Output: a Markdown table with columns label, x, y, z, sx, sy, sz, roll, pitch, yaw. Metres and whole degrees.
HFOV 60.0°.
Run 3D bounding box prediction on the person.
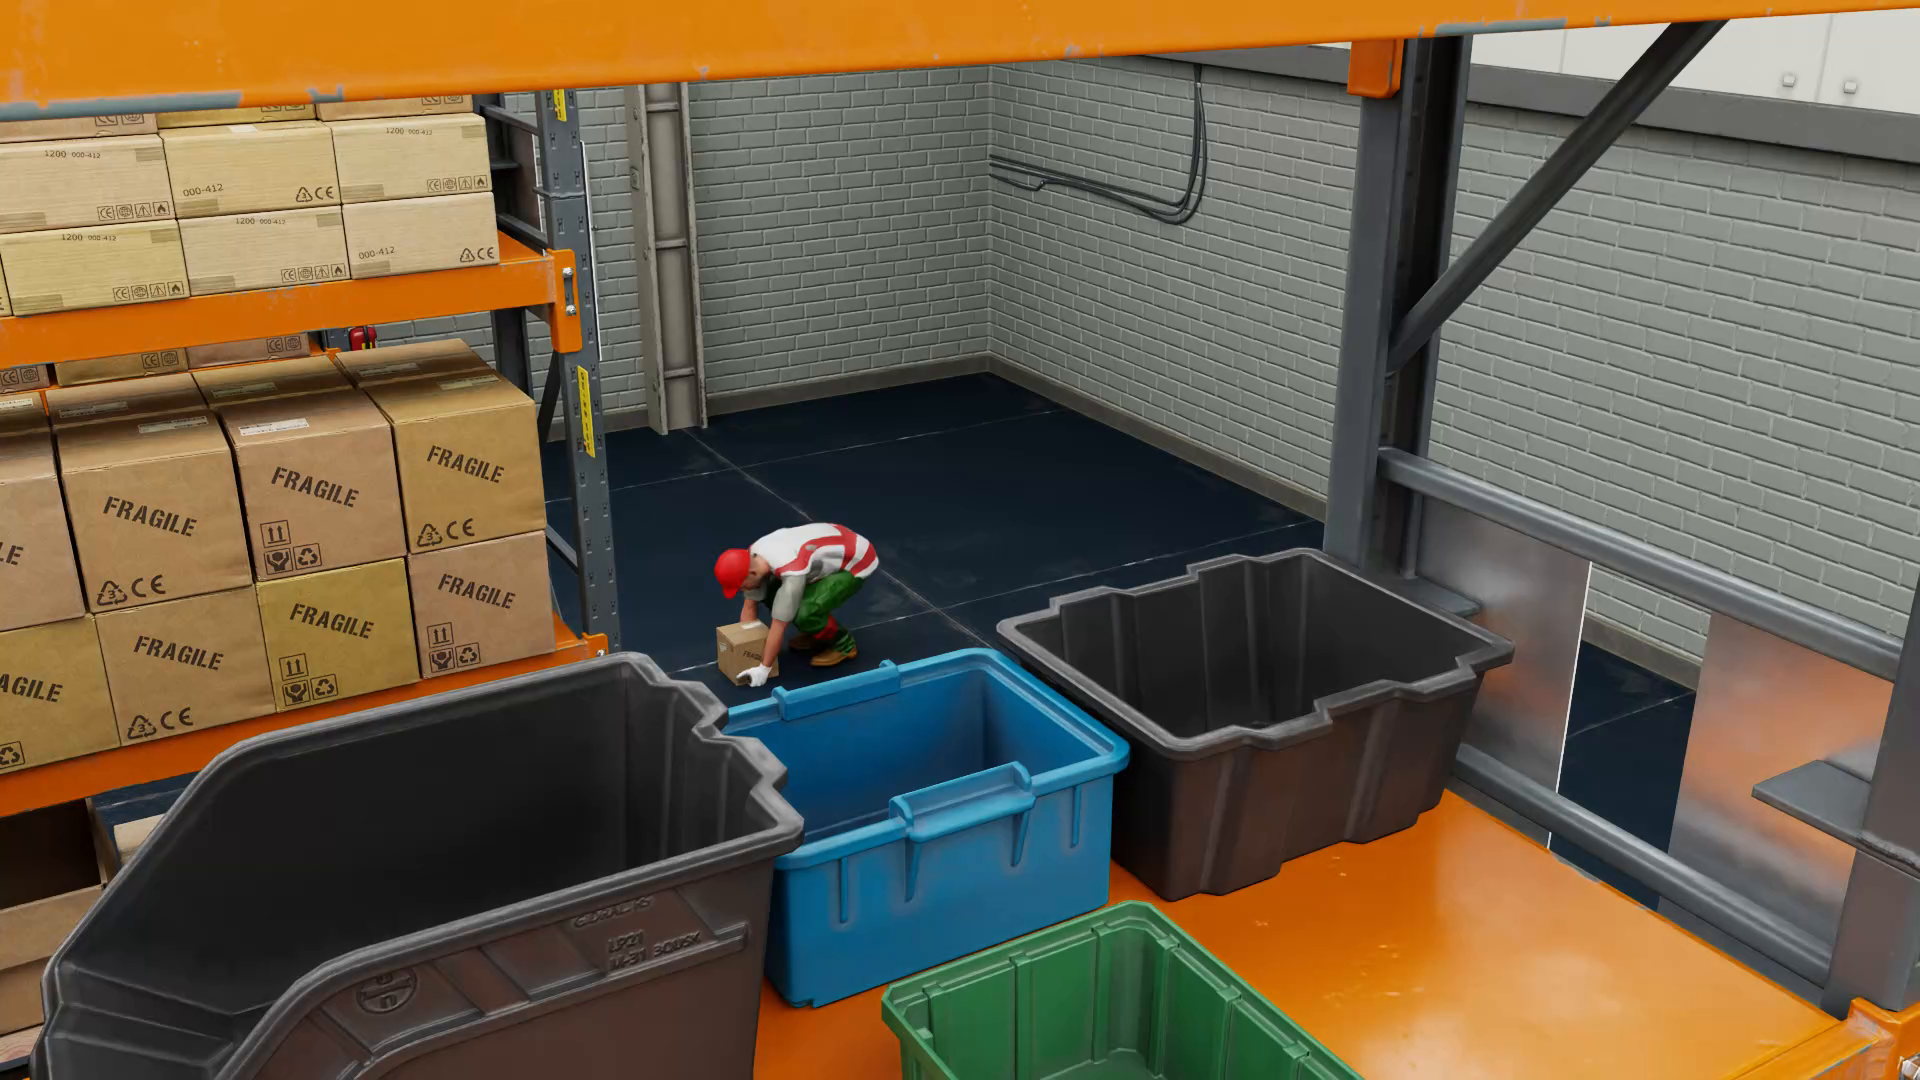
| label | x | y | z | sx | sy | sz | roll | pitch | yaw |
| --- | --- | --- | --- | --- | --- | --- | --- | --- | --- |
| person | -0.905 | 0.292 | 9.142 | 0.958 | 0.734 | 0.527 | -13 | 25 | -30 |
